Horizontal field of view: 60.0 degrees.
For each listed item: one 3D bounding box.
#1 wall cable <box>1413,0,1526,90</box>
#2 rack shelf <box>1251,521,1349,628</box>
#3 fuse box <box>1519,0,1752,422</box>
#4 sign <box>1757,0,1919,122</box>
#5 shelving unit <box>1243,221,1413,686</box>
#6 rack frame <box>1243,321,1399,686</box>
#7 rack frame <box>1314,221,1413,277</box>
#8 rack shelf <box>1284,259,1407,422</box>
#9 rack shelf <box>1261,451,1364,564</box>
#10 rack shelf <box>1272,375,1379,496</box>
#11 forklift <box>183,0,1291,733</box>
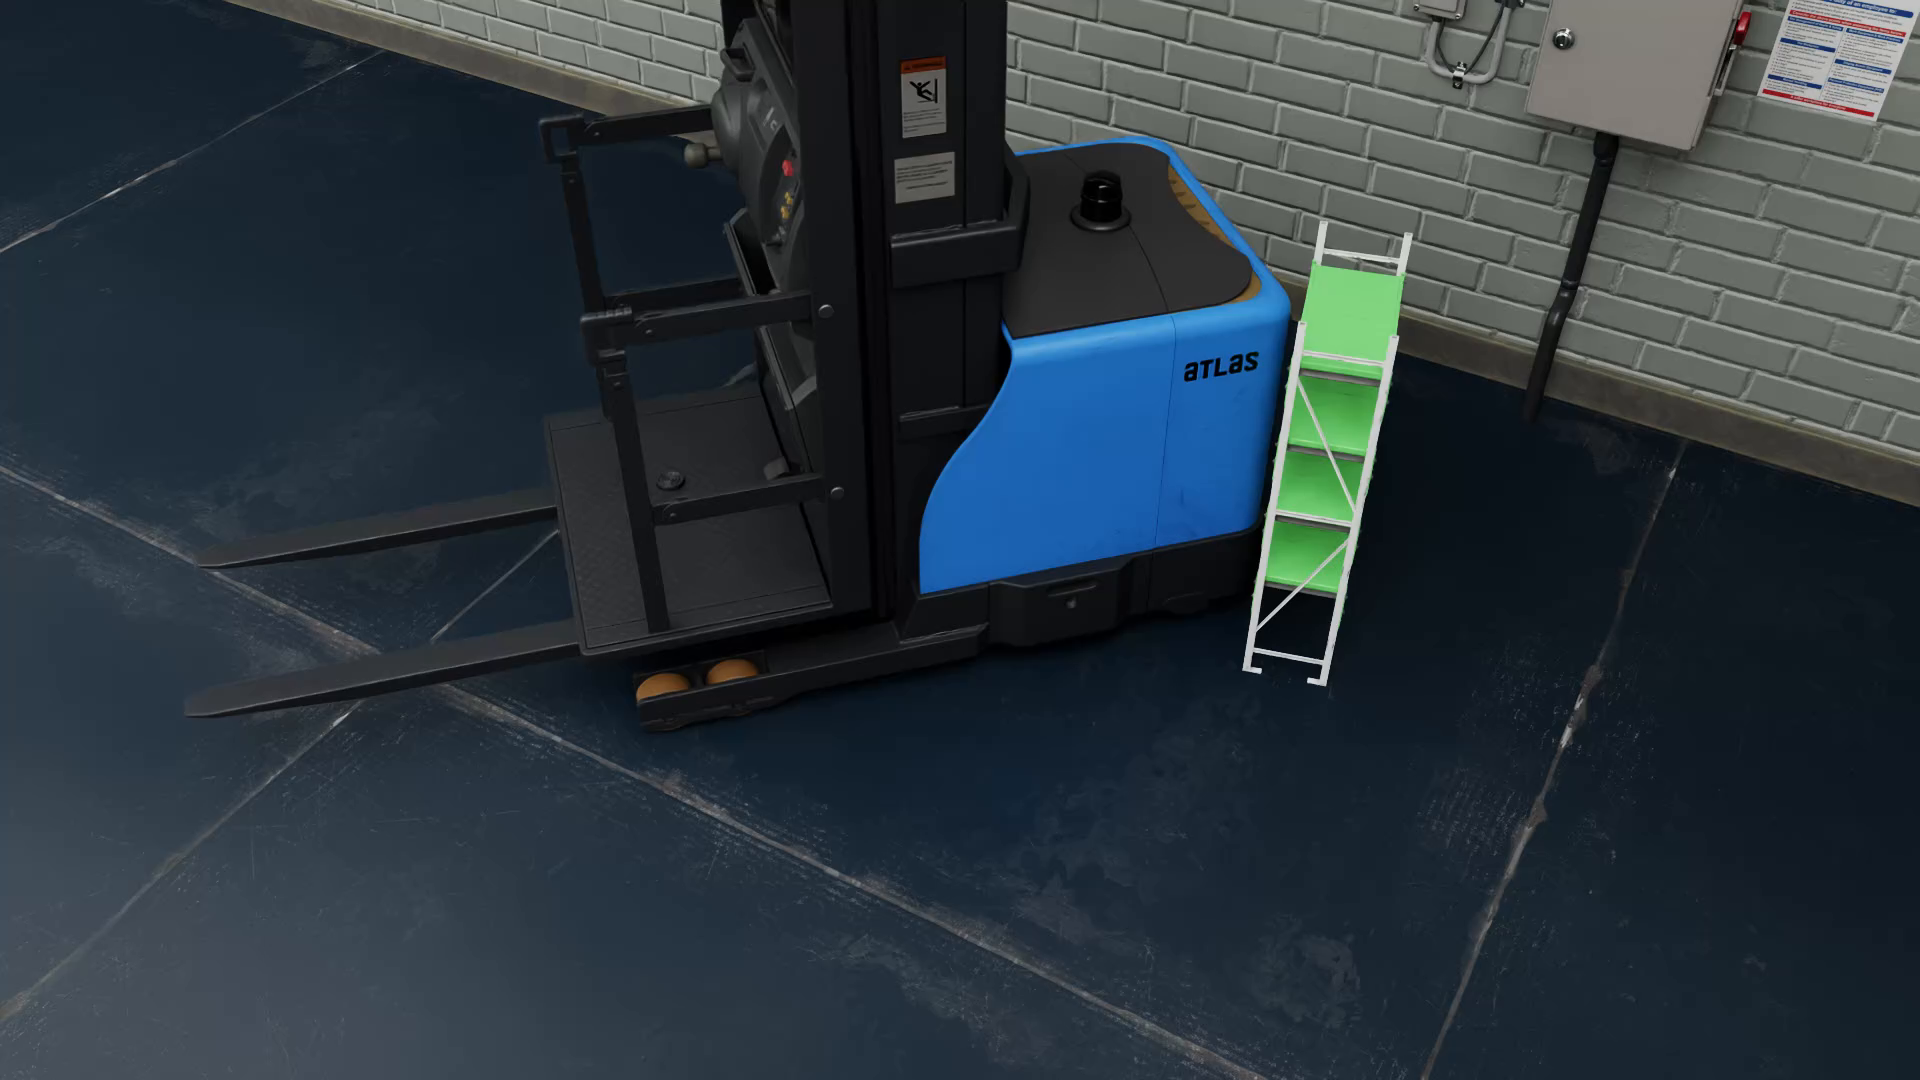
[{"bbox_3d":[1.455,-2.223,4.736,0.588,1.984,0.122,21,45,22],"label":"wall cable"},{"bbox_3d":[1.001,0.017,4.783,0.258,0.148,0.480,10,42,11],"label":"rack shelf"},{"bbox_3d":[1.967,-1.043,5.139,0.539,1.711,0.414,21,45,22],"label":"fuse box"},{"bbox_3d":[2.499,-1.446,4.694,0.329,0.494,0.001,21,45,22],"label":"sign"},{"bbox_3d":[1.001,-0.211,4.582,0.258,1.200,0.503,10,42,11],"label":"shelving unit"},{"bbox_3d":[0.937,-0.056,4.406,0.240,1.200,0.015,10,42,11],"label":"rack frame"},{"bbox_3d":[1.065,-0.367,4.759,0.240,1.200,0.015,10,42,11],"label":"rack frame"},{"bbox_3d":[1.001,-0.524,4.307,0.258,0.148,0.480,10,42,11],"label":"rack shelf"},{"bbox_3d":[1.001,-0.164,4.624,0.258,0.148,0.480,10,42,11],"label":"rack shelf"},{"bbox_3d":[1.001,-0.344,4.466,0.258,0.148,0.480,10,42,11],"label":"rack shelf"},{"bbox_3d":[-0.686,-0.957,4.119,3.031,2.935,1.130,-11,43,-12],"label":"forklift"}]
